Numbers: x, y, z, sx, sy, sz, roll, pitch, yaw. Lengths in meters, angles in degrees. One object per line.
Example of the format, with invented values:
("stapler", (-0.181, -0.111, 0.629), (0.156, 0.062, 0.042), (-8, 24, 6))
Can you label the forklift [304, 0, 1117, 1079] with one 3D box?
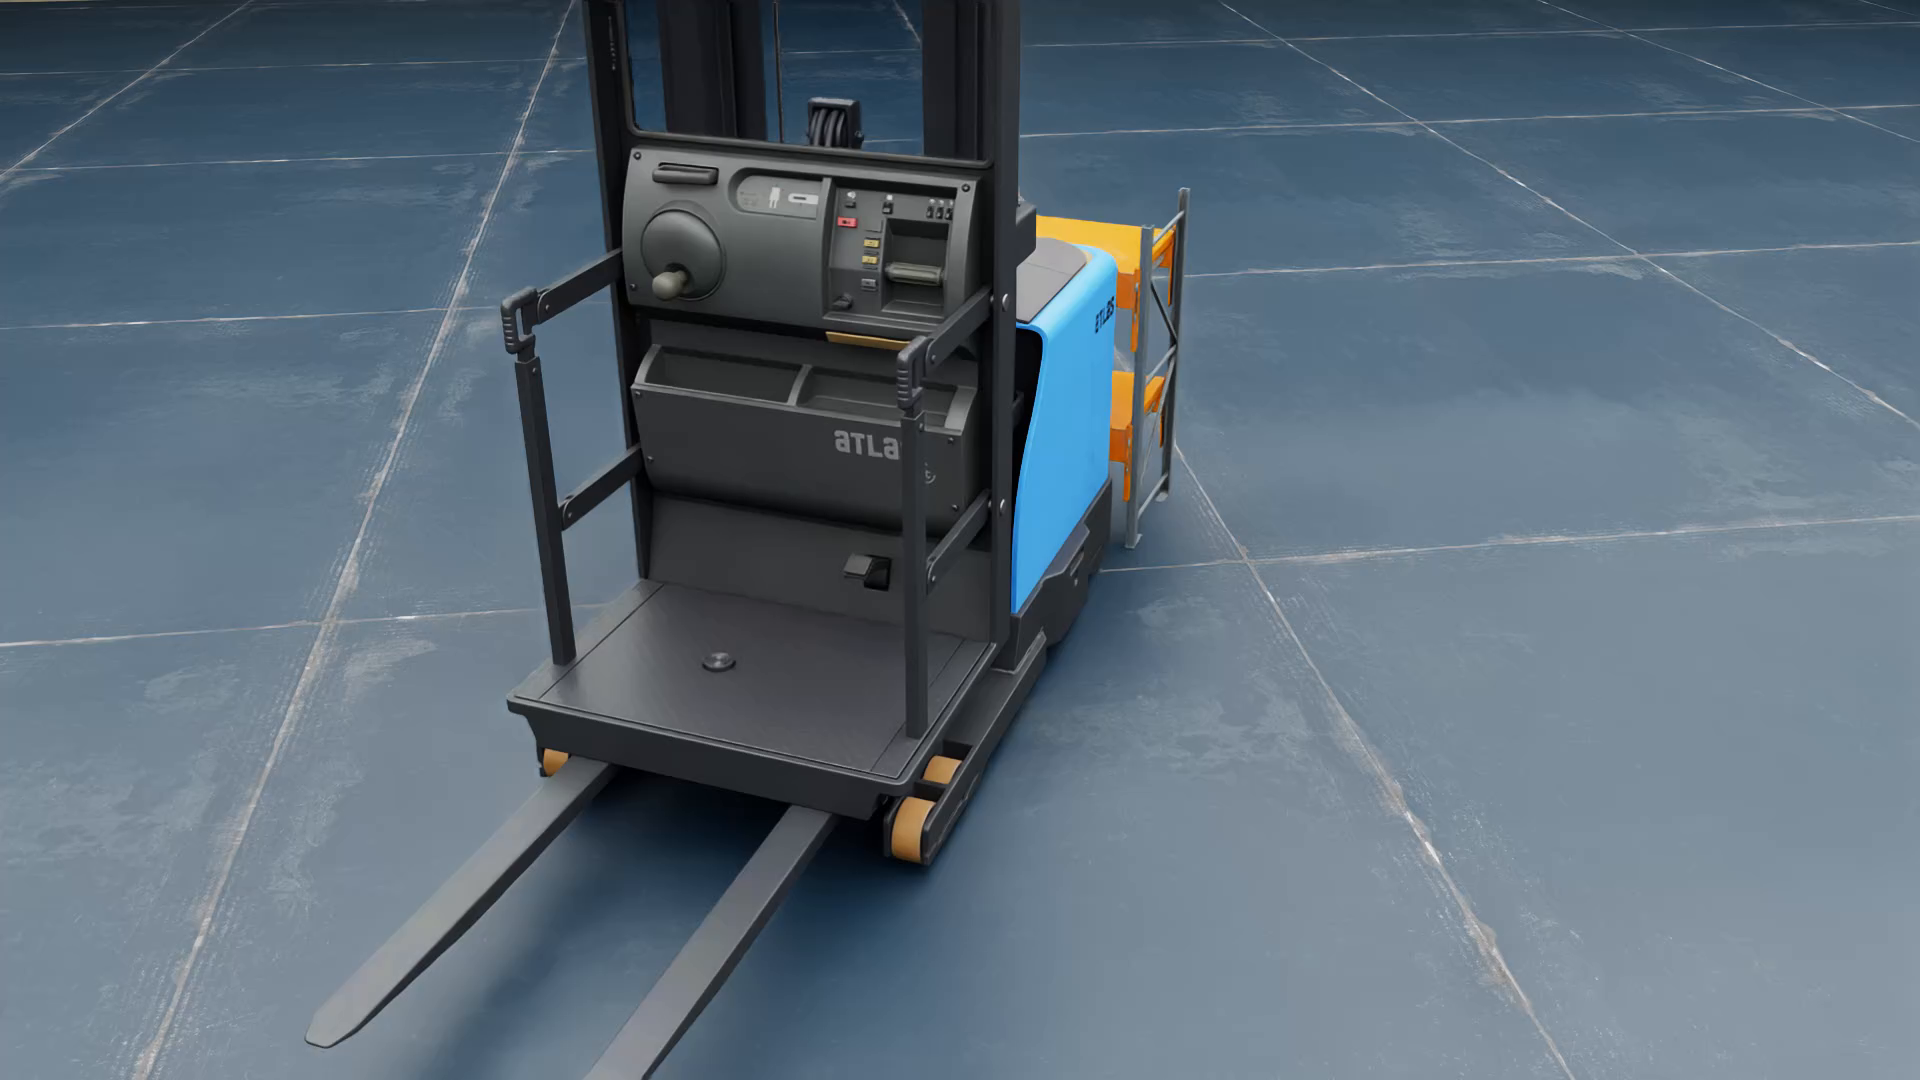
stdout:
("forklift", (-0.479, -0.705, 3.913), (1.130, 2.935, 3.031), (9, 29, 18))

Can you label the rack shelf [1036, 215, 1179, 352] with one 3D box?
("rack shelf", (0.197, -0.923, 5.675), (1.000, 0.278, 0.538), (10, 29, 19))

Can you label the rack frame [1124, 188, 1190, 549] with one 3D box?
("rack frame", (0.670, -0.577, 5.643), (0.032, 1.125, 0.500), (10, 29, 19))

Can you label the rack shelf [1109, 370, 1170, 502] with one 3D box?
("rack shelf", (0.197, -0.445, 5.920), (1.000, 0.278, 0.538), (10, 29, 19))

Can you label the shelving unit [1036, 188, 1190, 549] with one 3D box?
("shelving unit", (0.197, -0.662, 5.808), (1.048, 1.125, 0.538), (10, 29, 19))
